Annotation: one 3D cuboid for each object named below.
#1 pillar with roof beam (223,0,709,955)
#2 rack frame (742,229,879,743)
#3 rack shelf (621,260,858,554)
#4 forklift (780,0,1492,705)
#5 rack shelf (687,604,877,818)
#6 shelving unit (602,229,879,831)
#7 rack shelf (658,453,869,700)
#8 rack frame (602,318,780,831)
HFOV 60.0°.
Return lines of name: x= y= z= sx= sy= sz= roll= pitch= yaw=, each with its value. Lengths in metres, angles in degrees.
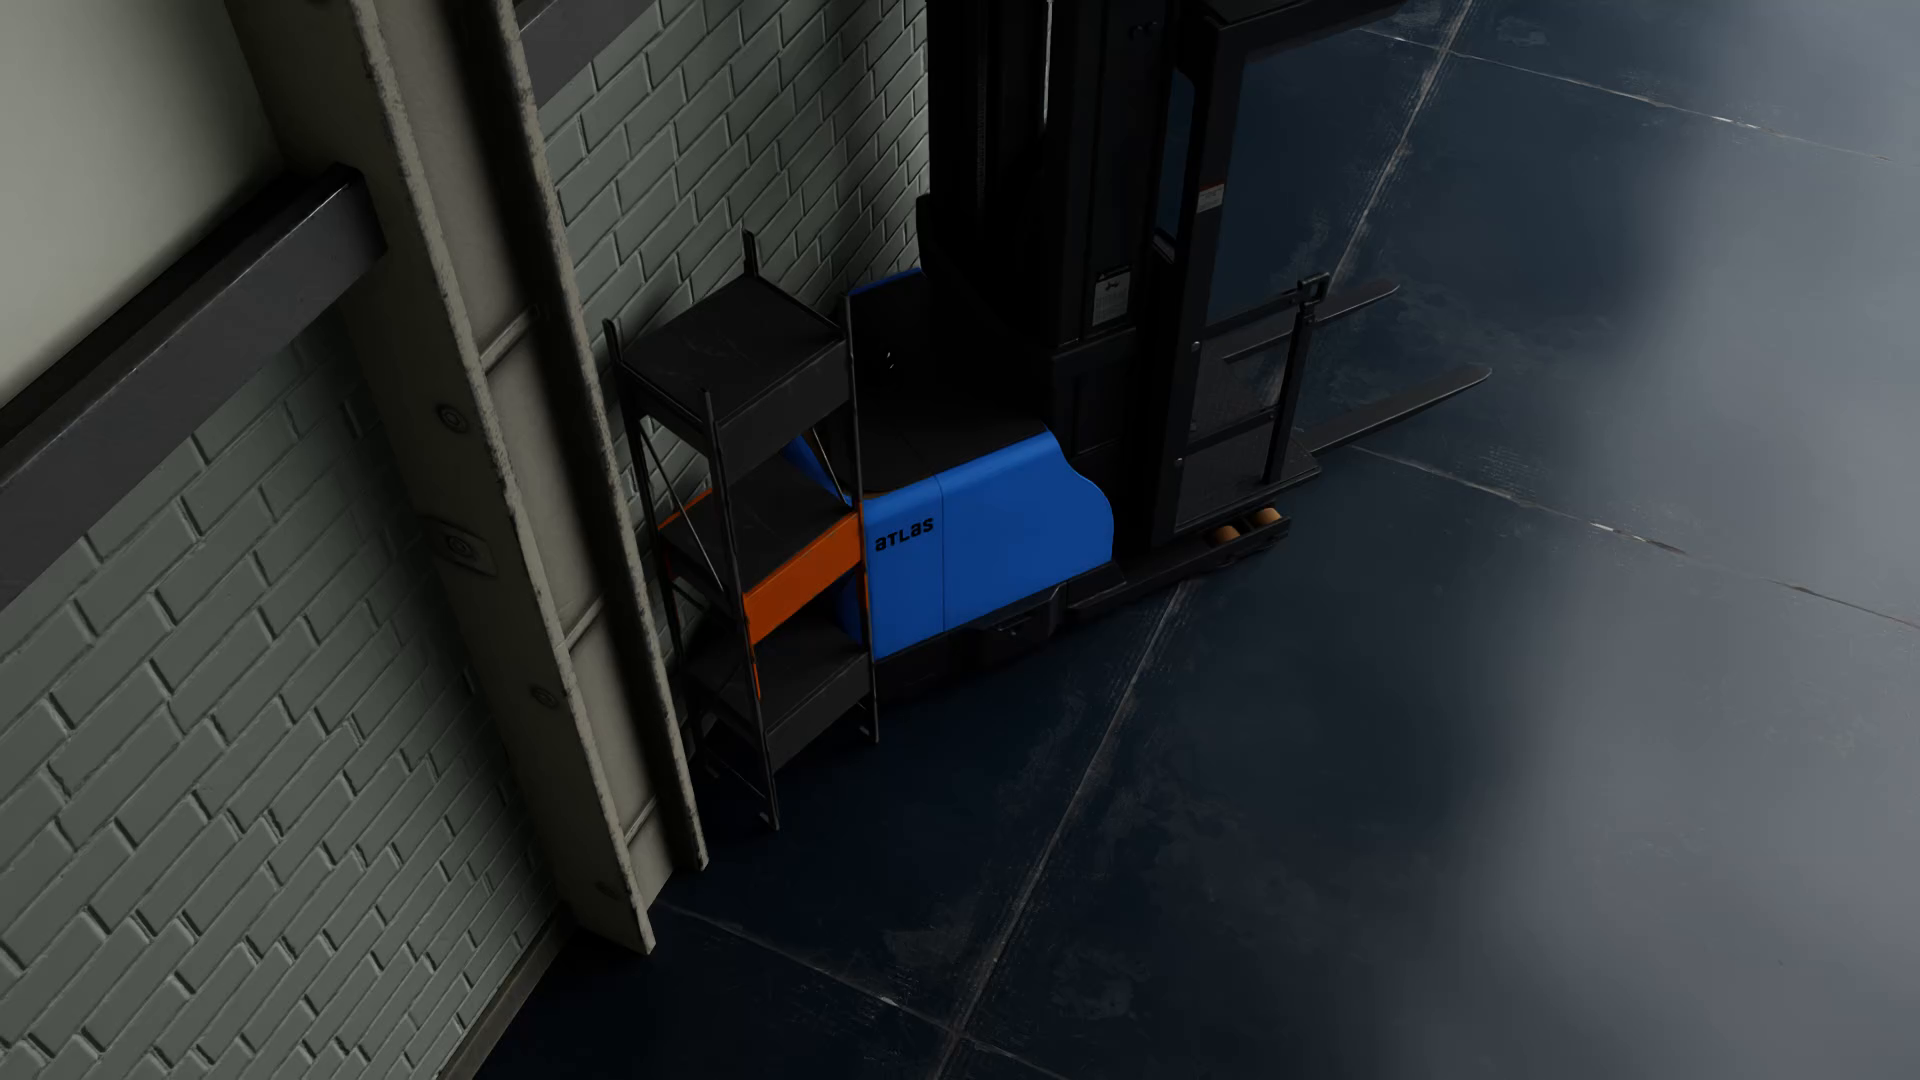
pillar with roof beam: x=2.821 y=-0.347 z=0.952 sx=9.100 sy=9.000 sz=0.400 roll=20 pitch=52 yaw=16
rack frame: x=-0.442 y=-0.060 z=5.237 sx=0.400 sy=2.100 sz=0.015 roll=35 pitch=58 yaw=26
rack shelf: x=-0.607 y=-0.368 z=4.598 sx=0.431 sy=0.518 sz=0.480 roll=35 pitch=58 yaw=26
forklift: x=0.710 y=-1.178 z=5.643 sx=3.031 sy=2.935 sz=1.130 roll=-22 pitch=53 yaw=-18
rack shelf: x=-0.607 y=0.539 z=5.665 sx=0.431 sy=0.518 sz=0.480 roll=35 pitch=58 yaw=26
shelving unit: x=-0.607 y=0.077 z=5.121 sx=0.431 sy=2.100 sz=0.503 roll=35 pitch=58 yaw=26
rack shelf: x=-0.607 y=0.086 z=5.131 sx=0.431 sy=0.518 sz=0.480 roll=35 pitch=58 yaw=26
rack frame: x=-0.773 y=0.213 z=5.005 sx=0.400 sy=2.100 sz=0.015 roll=35 pitch=58 yaw=26
